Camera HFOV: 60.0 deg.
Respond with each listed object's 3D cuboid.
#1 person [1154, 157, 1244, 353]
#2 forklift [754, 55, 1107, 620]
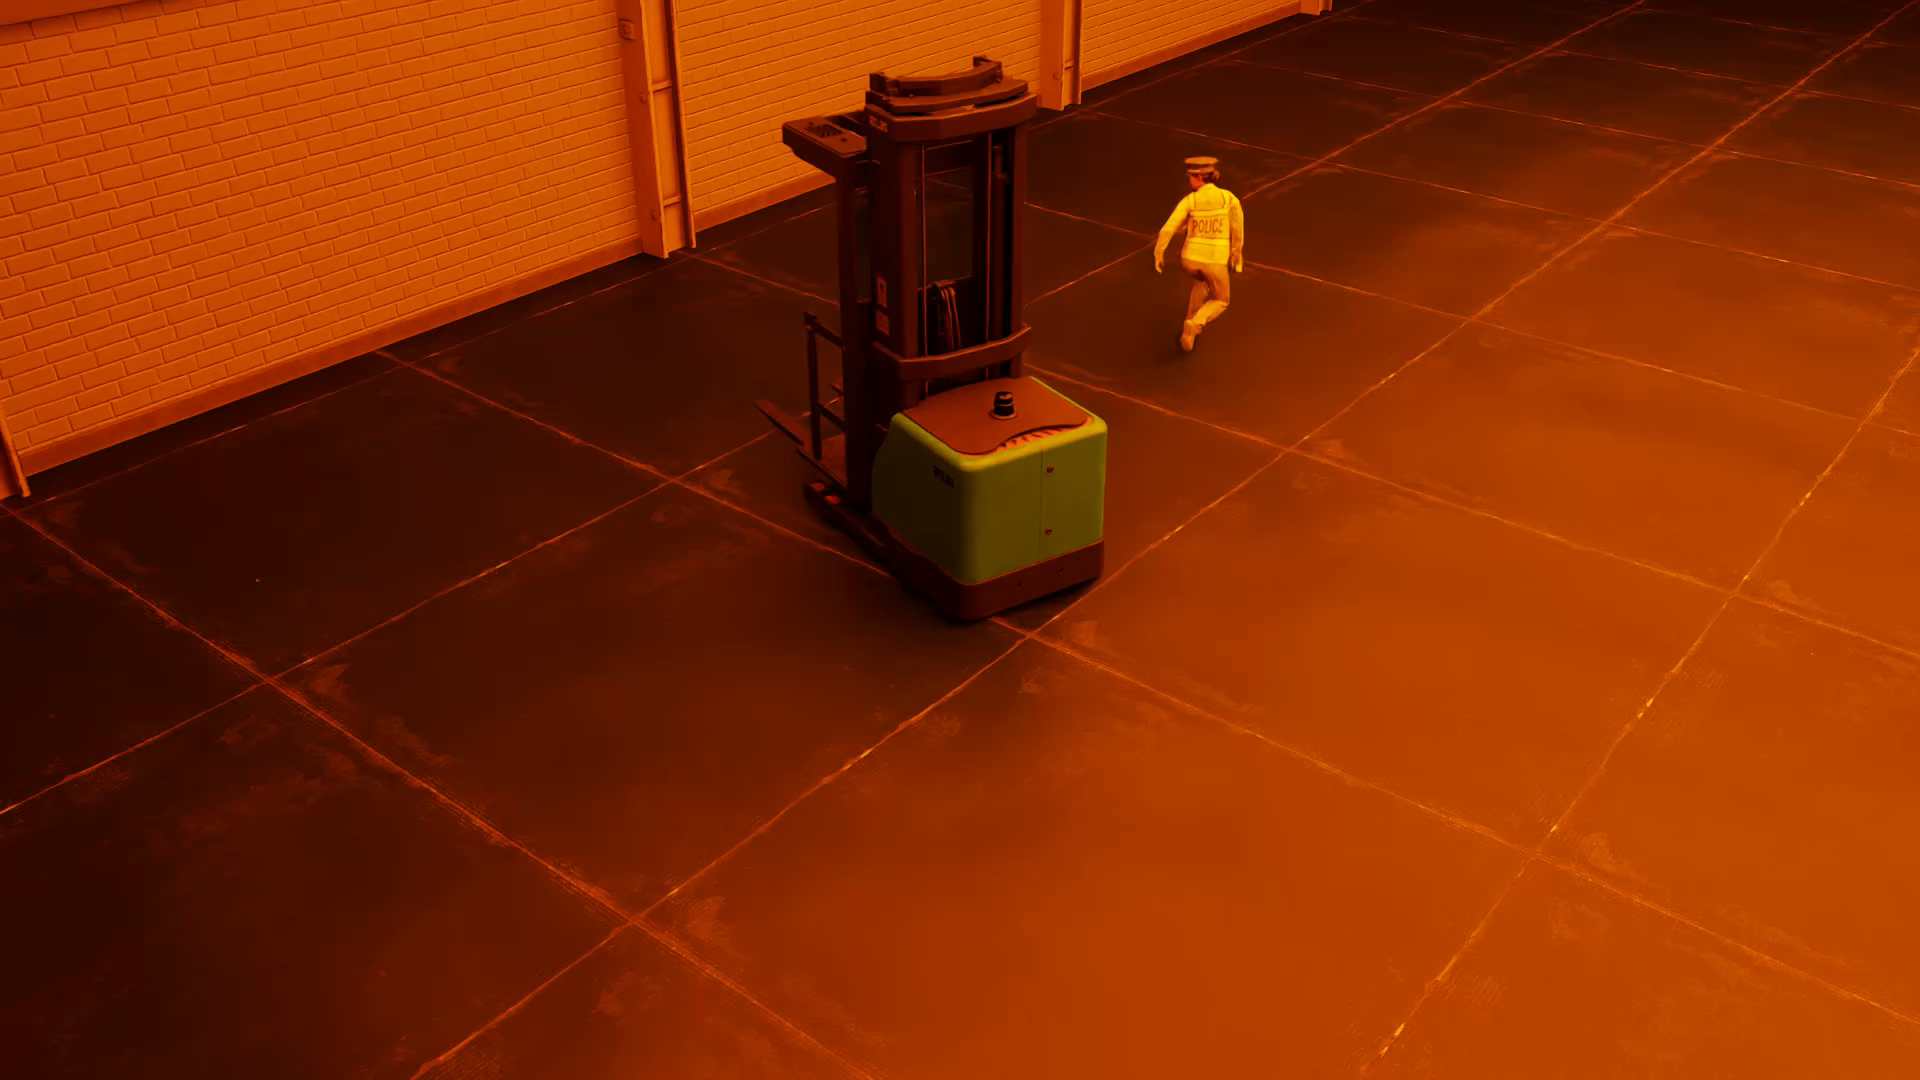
[{"bbox_3d":[1.826,-2.213,12.848,0.635,1.424,0.682,10,32,17],"label":"person"},{"bbox_3d":[-0.357,-1.507,10.174,1.130,2.935,3.031,-18,35,-28],"label":"forklift"}]
